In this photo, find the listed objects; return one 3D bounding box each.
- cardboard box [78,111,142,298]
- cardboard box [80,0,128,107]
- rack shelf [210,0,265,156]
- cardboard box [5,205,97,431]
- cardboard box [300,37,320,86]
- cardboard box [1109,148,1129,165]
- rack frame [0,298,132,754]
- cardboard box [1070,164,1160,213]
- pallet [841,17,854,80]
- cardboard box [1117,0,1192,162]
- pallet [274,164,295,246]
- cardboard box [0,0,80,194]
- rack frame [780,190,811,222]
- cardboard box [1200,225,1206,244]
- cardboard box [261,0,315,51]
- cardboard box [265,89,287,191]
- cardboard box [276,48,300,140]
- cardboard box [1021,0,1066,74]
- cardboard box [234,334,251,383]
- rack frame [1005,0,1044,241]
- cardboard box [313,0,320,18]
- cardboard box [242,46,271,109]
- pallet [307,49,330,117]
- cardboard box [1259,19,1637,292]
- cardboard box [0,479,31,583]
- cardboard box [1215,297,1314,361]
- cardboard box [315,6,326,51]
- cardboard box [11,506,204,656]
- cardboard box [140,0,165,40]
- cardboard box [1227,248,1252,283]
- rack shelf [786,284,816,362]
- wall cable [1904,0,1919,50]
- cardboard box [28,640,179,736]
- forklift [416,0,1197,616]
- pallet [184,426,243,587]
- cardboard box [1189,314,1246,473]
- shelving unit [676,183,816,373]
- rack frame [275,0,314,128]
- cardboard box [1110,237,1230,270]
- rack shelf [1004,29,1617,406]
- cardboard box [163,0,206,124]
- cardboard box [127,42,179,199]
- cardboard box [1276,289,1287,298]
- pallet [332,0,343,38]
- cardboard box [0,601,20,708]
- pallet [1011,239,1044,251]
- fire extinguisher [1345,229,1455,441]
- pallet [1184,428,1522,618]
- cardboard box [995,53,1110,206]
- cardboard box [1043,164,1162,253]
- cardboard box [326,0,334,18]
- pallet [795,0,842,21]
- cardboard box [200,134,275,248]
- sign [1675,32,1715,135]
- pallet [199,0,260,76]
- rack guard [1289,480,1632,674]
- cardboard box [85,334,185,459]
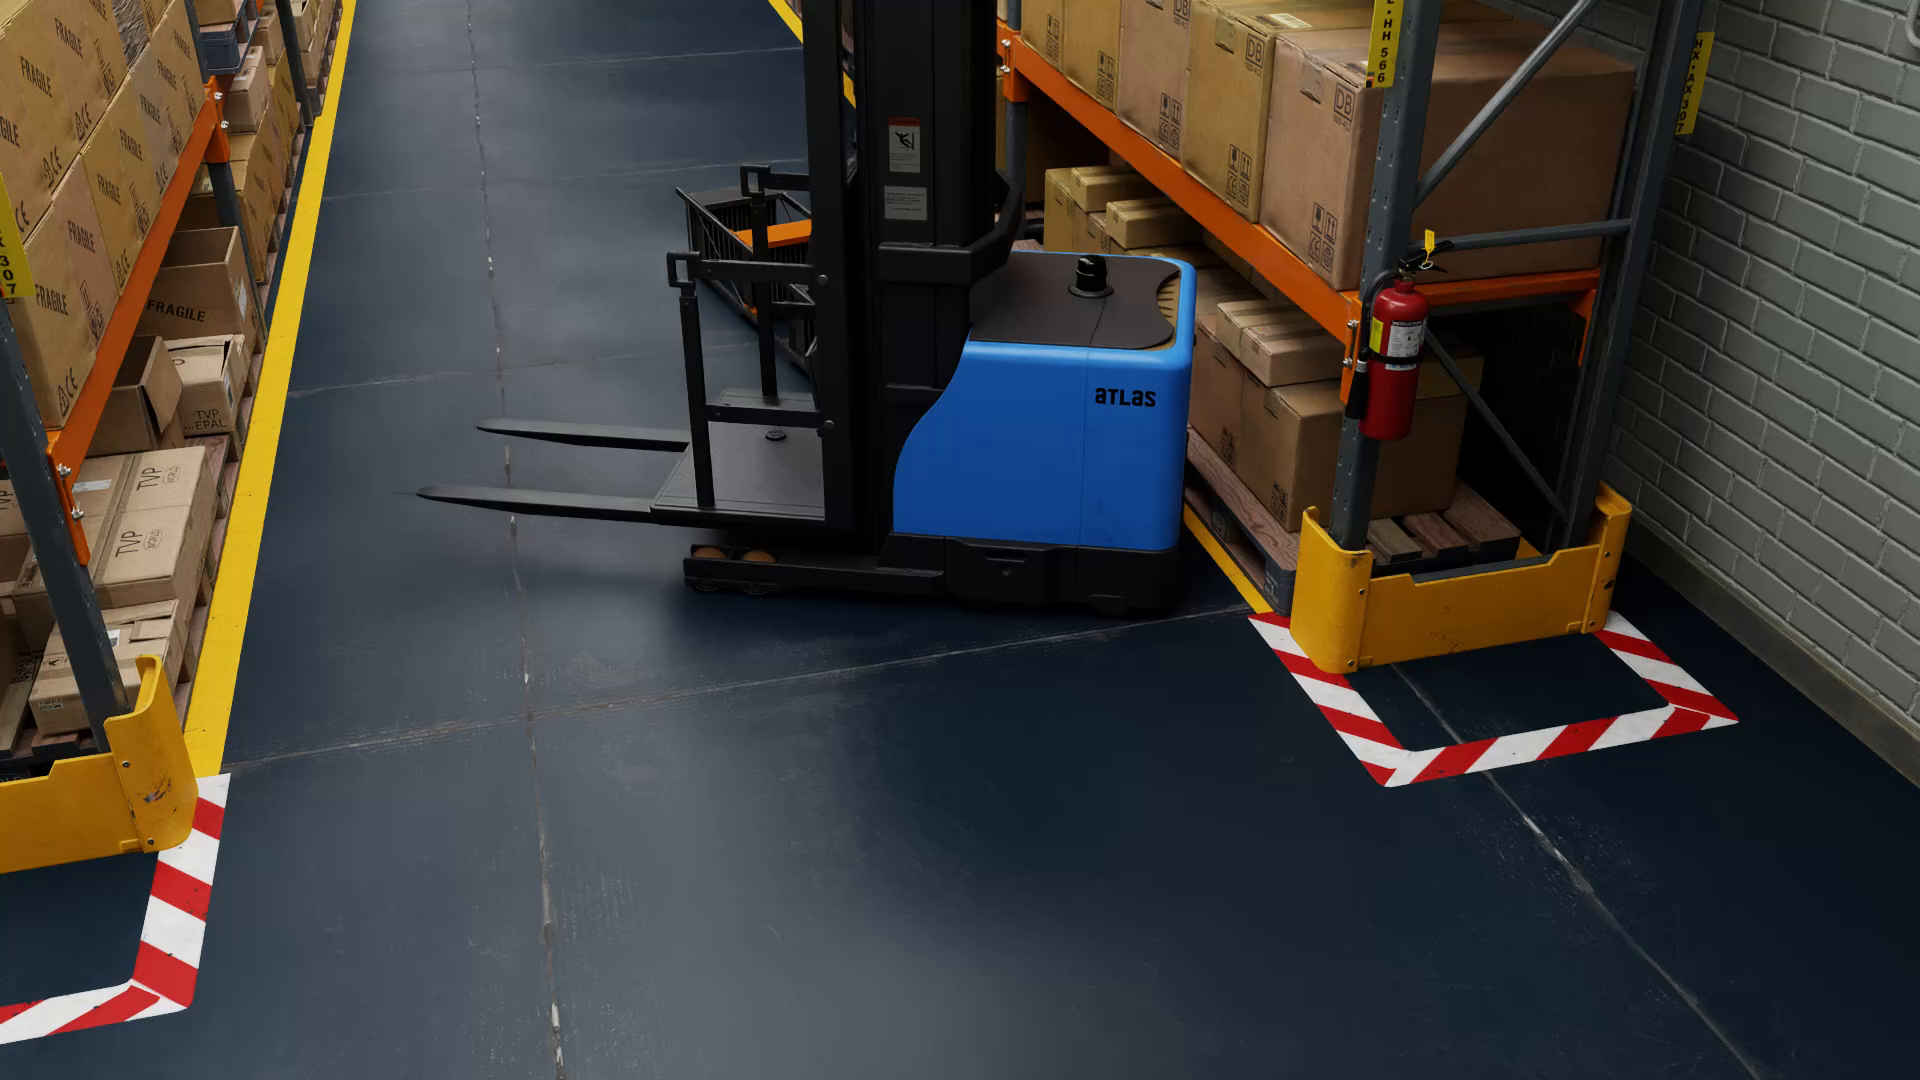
[{"bbox_3d":[-3.103,-1.108,5.570,0.500,0.500,0.500,-8,31,-13],"label":"cardboard box"},{"bbox_3d":[-3.240,-1.788,5.747,0.500,0.500,0.500,-8,31,-14],"label":"cardboard box"},{"bbox_3d":[-4.560,-2.910,9.502,1.077,0.370,4.000,-8,31,-13],"label":"rack shelf"},{"bbox_3d":[-2.831,-0.616,4.721,0.500,0.500,0.500,-7,31,-12],"label":"cardboard box"},{"bbox_3d":[-4.946,-3.471,12.079,0.500,0.250,0.500,-8,31,-13],"label":"cardboard box"},{"bbox_3d":[0.999,-2.018,8.671,0.380,0.149,0.250,-8,31,-14],"label":"cardboard box"},{"bbox_3d":[-2.967,-0.324,4.315,1.000,3.000,0.127,-8,31,-13],"label":"rack frame"},{"bbox_3d":[0.761,-1.732,8.177,0.380,0.149,0.250,-7,31,-12],"label":"cardboard box"},{"bbox_3d":[-0.521,-4.019,13.482,1.003,0.211,1.213,-8,31,-13],"label":"pallet"},{"bbox_3d":[1.266,-2.078,7.047,0.980,0.700,0.700,-9,31,-16],"label":"cardboard box"},{"bbox_3d":[-4.608,-2.027,10.041,1.003,0.211,1.213,-8,31,-13],"label":"pallet"},{"bbox_3d":[-2.977,-1.301,4.905,0.500,0.500,0.500,-8,31,-13],"label":"cardboard box"},{"bbox_3d":[-0.658,-1.438,8.745,0.015,0.400,2.100,-15,33,-24],"label":"rack frame"},{"bbox_3d":[1.277,-1.515,7.801,0.380,0.149,0.250,-8,31,-13],"label":"cardboard box"},{"bbox_3d":[-4.946,-3.714,11.938,0.500,0.311,0.500,-7,31,-12],"label":"cardboard box"},{"bbox_3d":[-4.333,-2.373,9.912,0.500,0.500,0.500,-9,31,-15],"label":"cardboard box"},{"bbox_3d":[-4.616,-2.876,10.780,0.500,0.500,0.500,-7,31,-11],"label":"cardboard box"},{"bbox_3d":[0.875,-2.782,8.262,0.980,0.700,0.700,-7,31,-13],"label":"cardboard box"},{"bbox_3d":[-3.447,-0.802,7.547,0.380,0.149,0.250,-8,31,-13],"label":"cardboard box"},{"bbox_3d":[0.746,-2.916,8.794,1.000,3.000,0.127,-8,31,-13],"label":"rack frame"},{"bbox_3d":[-5.227,-4.213,12.801,0.500,0.311,0.500,-9,31,-15],"label":"cardboard box"},{"bbox_3d":[-4.321,-2.680,9.693,0.500,0.250,0.500,-8,31,-14],"label":"cardboard box"},{"bbox_3d":[-5.271,-3.384,12.385,1.003,0.211,1.213,-8,31,-13],"label":"pallet"},{"bbox_3d":[1.663,-1.359,5.804,0.980,0.700,0.700,-6,31,-11],"label":"cardboard box"},{"bbox_3d":[-3.572,-0.017,6.090,0.500,0.250,0.500,-8,31,-13],"label":"cardboard box"},{"bbox_3d":[1.247,-0.851,6.654,0.380,0.149,0.250,-7,31,-12],"label":"cardboard box"},{"bbox_3d":[-5.224,-3.964,12.930,0.500,0.250,0.500,-9,31,-15],"label":"cardboard box"},{"bbox_3d":[-2.971,0.134,5.830,0.500,0.250,0.500,-8,31,-13],"label":"cardboard box"},{"bbox_3d":[-3.506,-2.275,6.588,0.500,0.500,0.500,-8,31,-14],"label":"cardboard box"},{"bbox_3d":[1.414,-1.268,7.375,0.380,0.149,0.250,-8,31,-13],"label":"cardboard box"},{"bbox_3d":[-0.544,-1.065,8.100,0.480,0.431,0.518,-15,33,-24],"label":"rack shelf"},{"bbox_3d":[3.060,-0.931,4.350,0.084,1.984,1.851,-8,31,-13],"label":"wall cable"},{"bbox_3d":[-2.747,0.472,5.347,0.380,0.149,0.250,-8,31,-13],"label":"cardboard box"},{"bbox_3d":[-0.621,-1.314,6.094,3.031,2.935,1.130,4,30,7],"label":"forklift"},{"bbox_3d":[-3.520,-0.127,6.758,1.003,0.211,1.213,-8,31,-13],"label":"pallet"},{"bbox_3d":[1.393,-0.651,6.956,0.700,0.500,0.500,-8,31,-13],"label":"cardboard box"},{"bbox_3d":[-0.874,-1.382,8.648,0.503,0.431,2.100,-15,33,-24],"label":"shelving unit"},{"bbox_3d":[-5.090,-4.188,10.990,1.000,3.000,0.127,-8,31,-13],"label":"rack frame"},{"bbox_3d":[1.110,-1.150,7.818,0.700,0.500,0.500,-7,31,-12],"label":"cardboard box"},{"bbox_3d":[1.277,-1.639,7.305,1.077,0.370,4.000,-8,31,-13],"label":"rack shelf"},{"bbox_3d":[-3.649,-2.092,7.270,0.500,0.500,0.500,-7,31,-12],"label":"cardboard box"},{"bbox_3d":[-3.372,-1.595,6.412,0.500,0.500,0.500,-7,31,-12],"label":"cardboard box"},{"bbox_3d":[1.551,-1.021,6.949,0.380,0.149,0.250,-8,31,-13],"label":"cardboard box"},{"bbox_3d":[-5.919,-4.562,14.421,1.003,0.211,1.213,-8,31,-13],"label":"pallet"},{"bbox_3d":[-3.349,0.338,5.228,0.500,0.500,0.500,-8,31,-13],"label":"cardboard box"},{"bbox_3d":[0.873,-1.332,8.840,1.003,0.211,1.213,-8,31,-13],"label":"pallet"},{"bbox_3d":[1.403,-0.655,5.337,0.296,0.674,0.183,-8,31,-13],"label":"fire extinguisher"},{"bbox_3d":[1.520,-0.153,6.804,1.003,0.211,1.213,-8,31,-13],"label":"pallet"},{"bbox_3d":[0.448,-2.464,9.740,0.750,0.750,0.750,-7,31,-13],"label":"cardboard box"},{"bbox_3d":[0.846,-1.641,8.667,0.700,0.500,0.500,-7,31,-13],"label":"cardboard box"},{"bbox_3d":[-5.494,-4.458,13.783,0.500,0.250,0.500,-7,31,-12],"label":"cardboard box"},{"bbox_3d":[-0.842,-4.607,14.499,1.003,0.211,1.213,-8,31,-13],"label":"pallet"},{"bbox_3d":[-4.074,-1.886,9.071,0.500,0.500,0.500,-7,31,-13],"label":"cardboard box"},{"bbox_3d":[2.345,-1.464,5.342,0.100,0.325,0.005,-8,31,-13],"label":"sign"},{"bbox_3d":[-4.136,-2.573,8.393,1.003,0.211,1.213,-8,31,-13],"label":"pallet"},{"bbox_3d":[1.814,0.109,6.062,1.175,0.500,0.348,-8,31,-13],"label":"rack guard"},{"bbox_3d":[-3.525,-0.459,6.601,0.797,0.503,0.637,-8,31,-13],"label":"cardboard box"}]
